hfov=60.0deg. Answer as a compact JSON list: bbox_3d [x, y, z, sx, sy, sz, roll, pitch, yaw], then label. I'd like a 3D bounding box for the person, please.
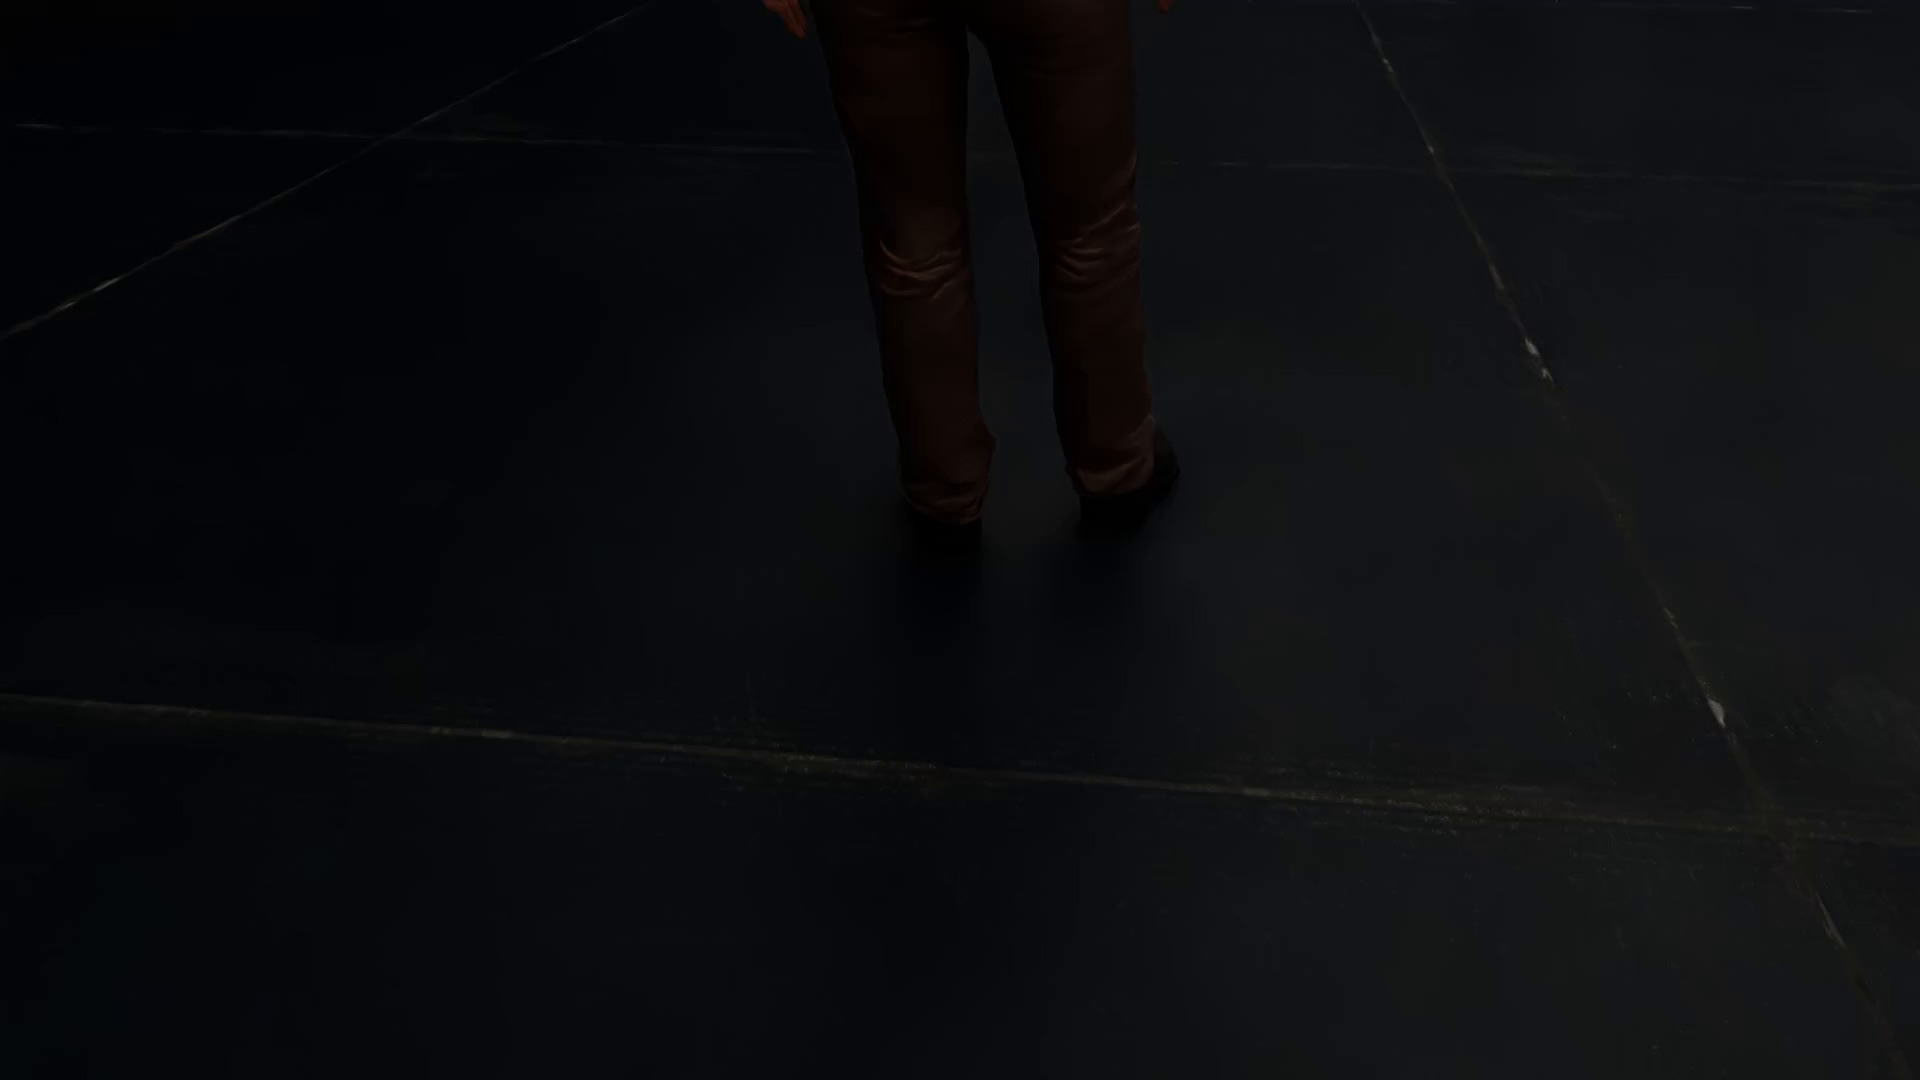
[{"bbox_3d":[0.016,-0.804,2.167,0.632,1.720,0.567,3,27,7],"label":"person"}]
